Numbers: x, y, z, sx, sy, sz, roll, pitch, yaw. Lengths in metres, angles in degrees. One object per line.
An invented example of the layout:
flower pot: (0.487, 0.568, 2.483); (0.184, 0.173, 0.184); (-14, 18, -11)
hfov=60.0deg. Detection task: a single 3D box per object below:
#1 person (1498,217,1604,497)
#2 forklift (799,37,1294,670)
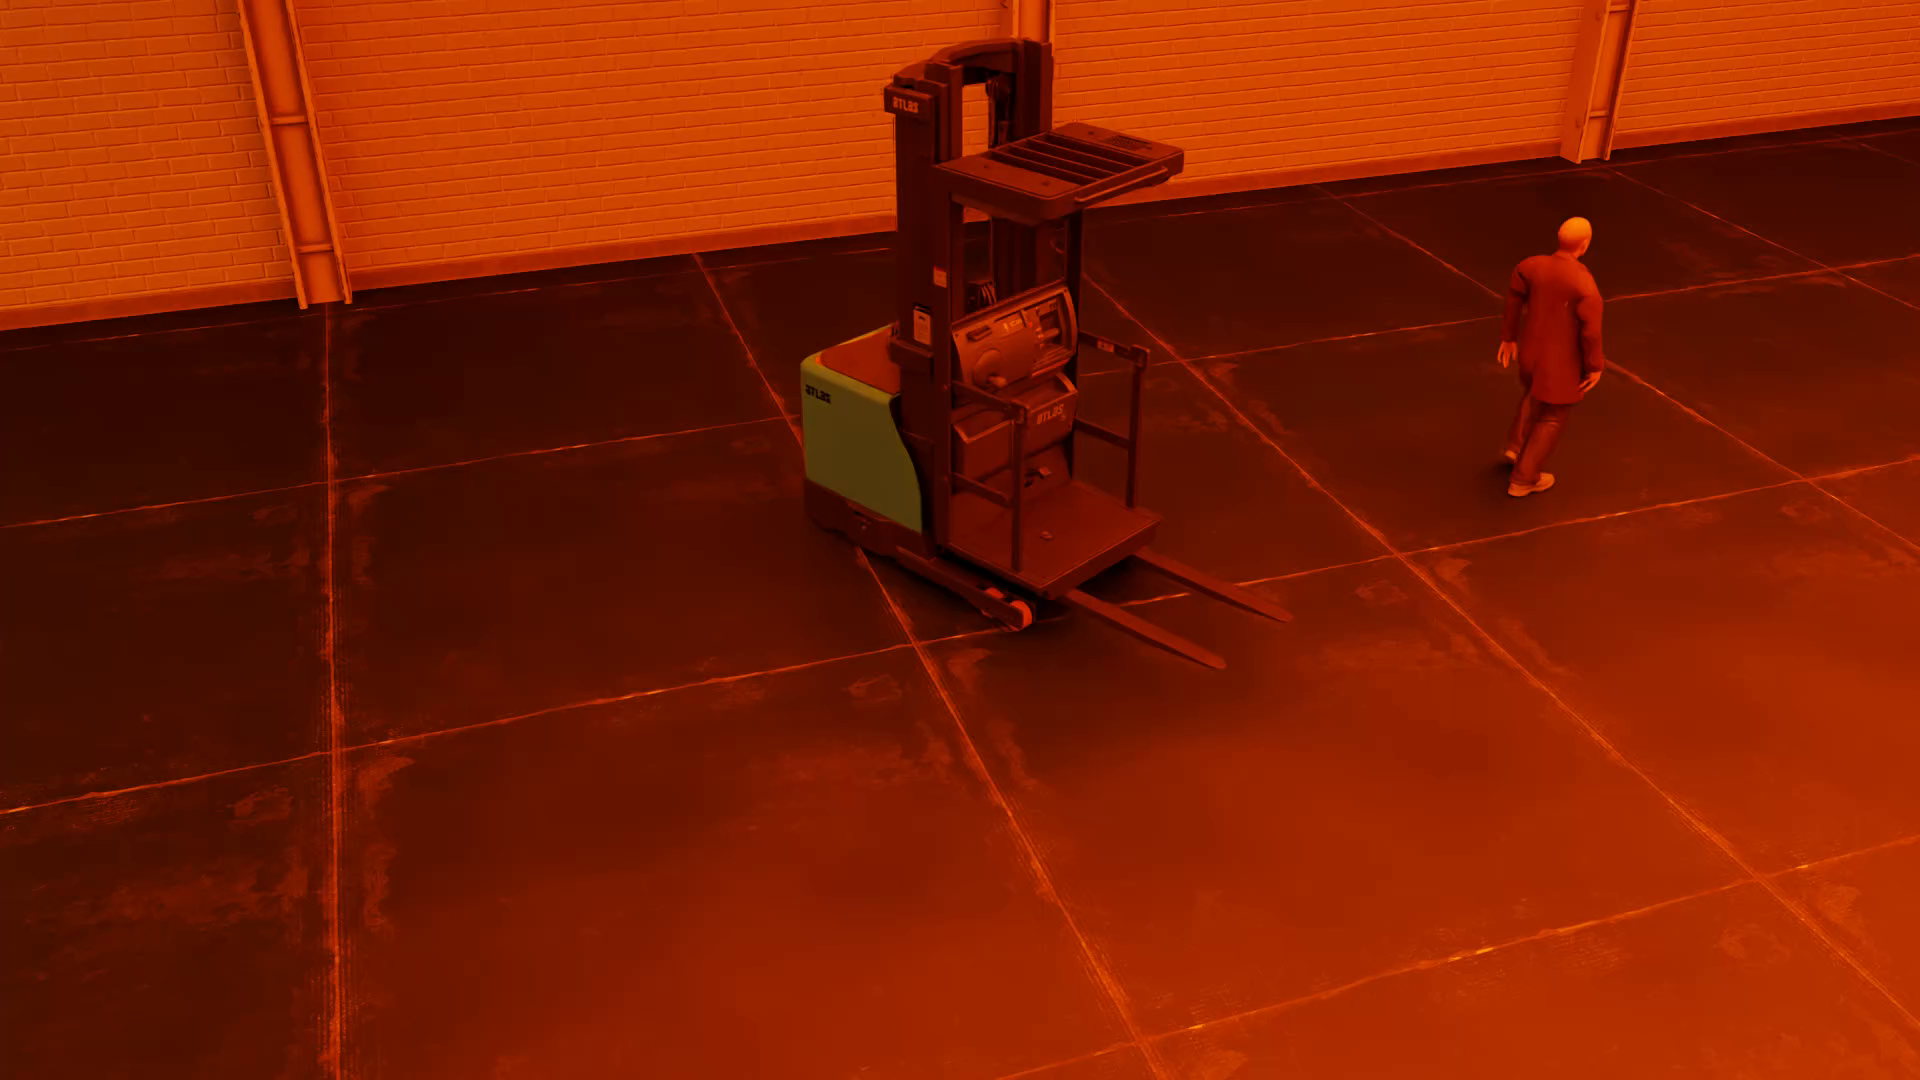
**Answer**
person: (3.658, -1.115, 10.276); (0.559, 1.828, 0.699); (-18, 35, -29)
forklift: (0.457, -1.063, 8.935); (3.031, 2.935, 1.130); (25, 39, 37)
